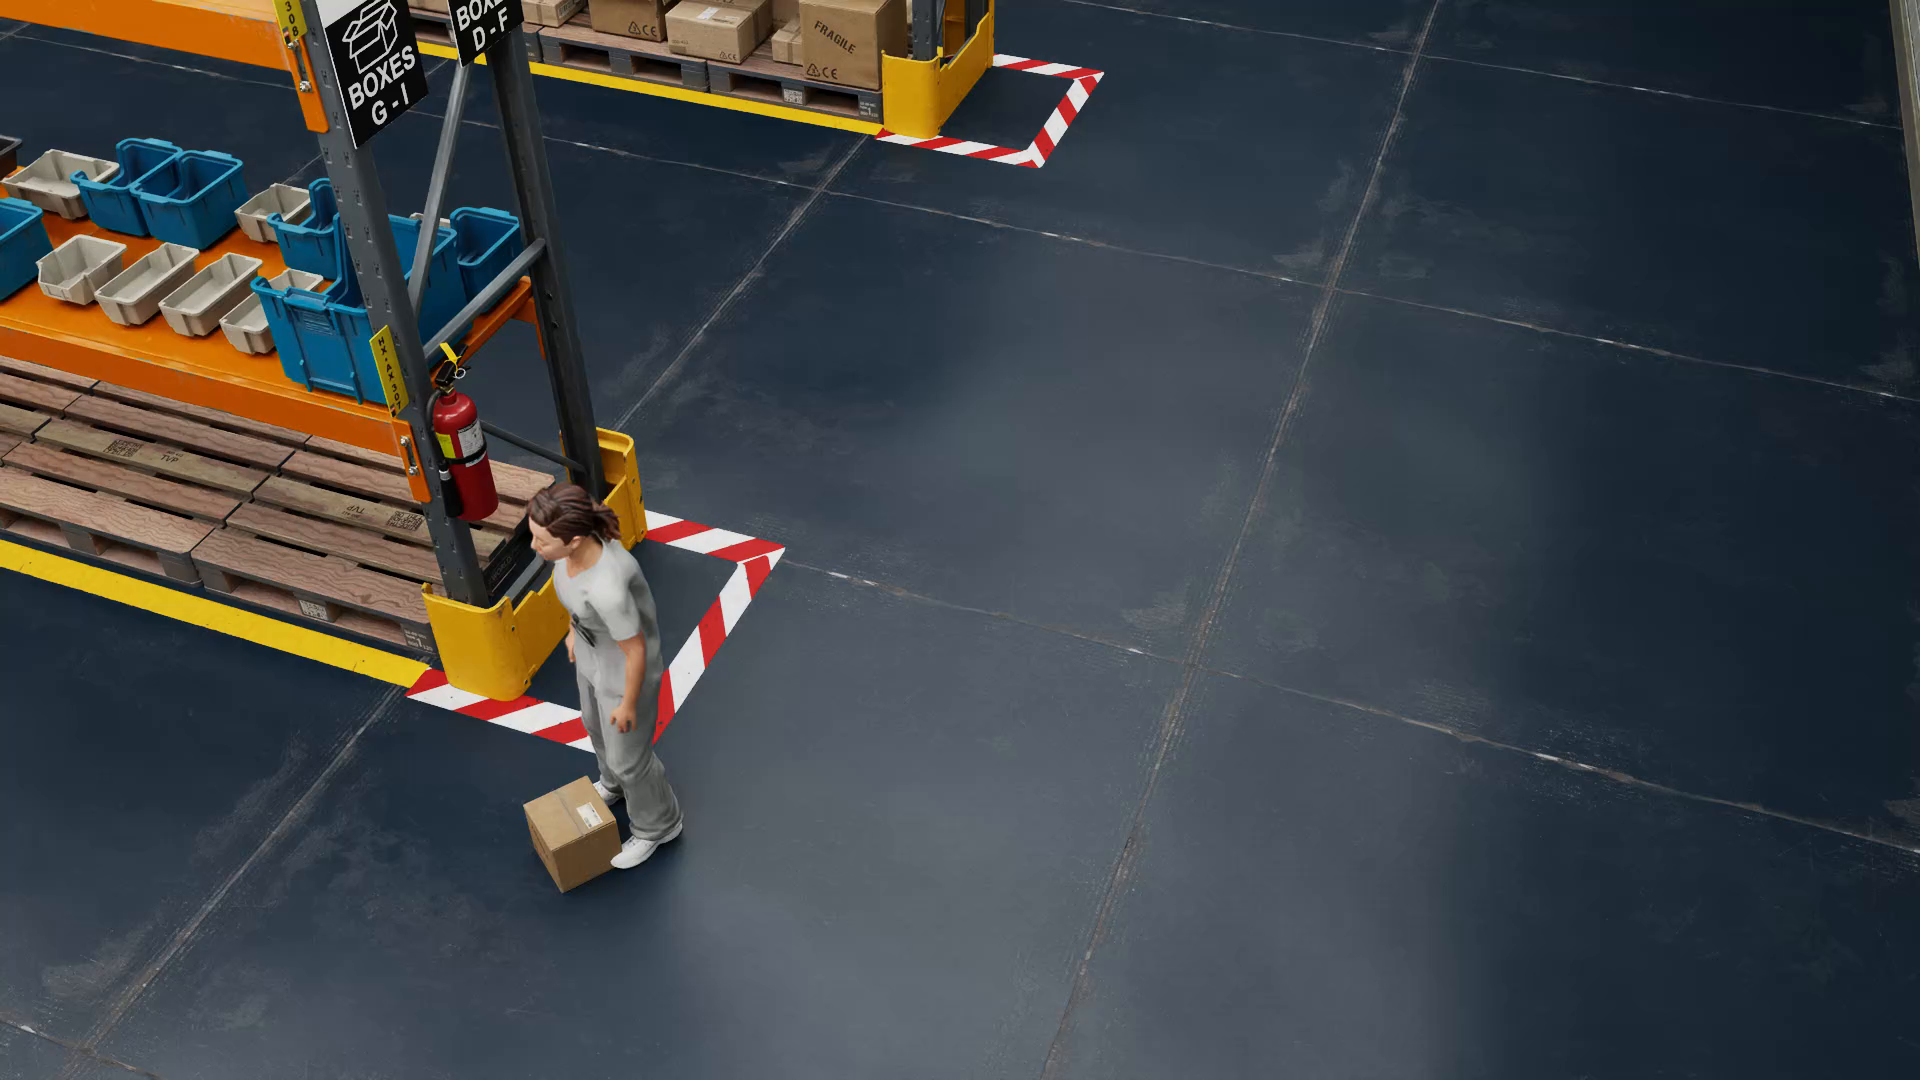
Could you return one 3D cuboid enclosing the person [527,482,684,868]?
[{"bbox_3d":[-1.196,0.440,5.665,0.354,1.673,0.490,-23,47,-24],"label":"person"}]
